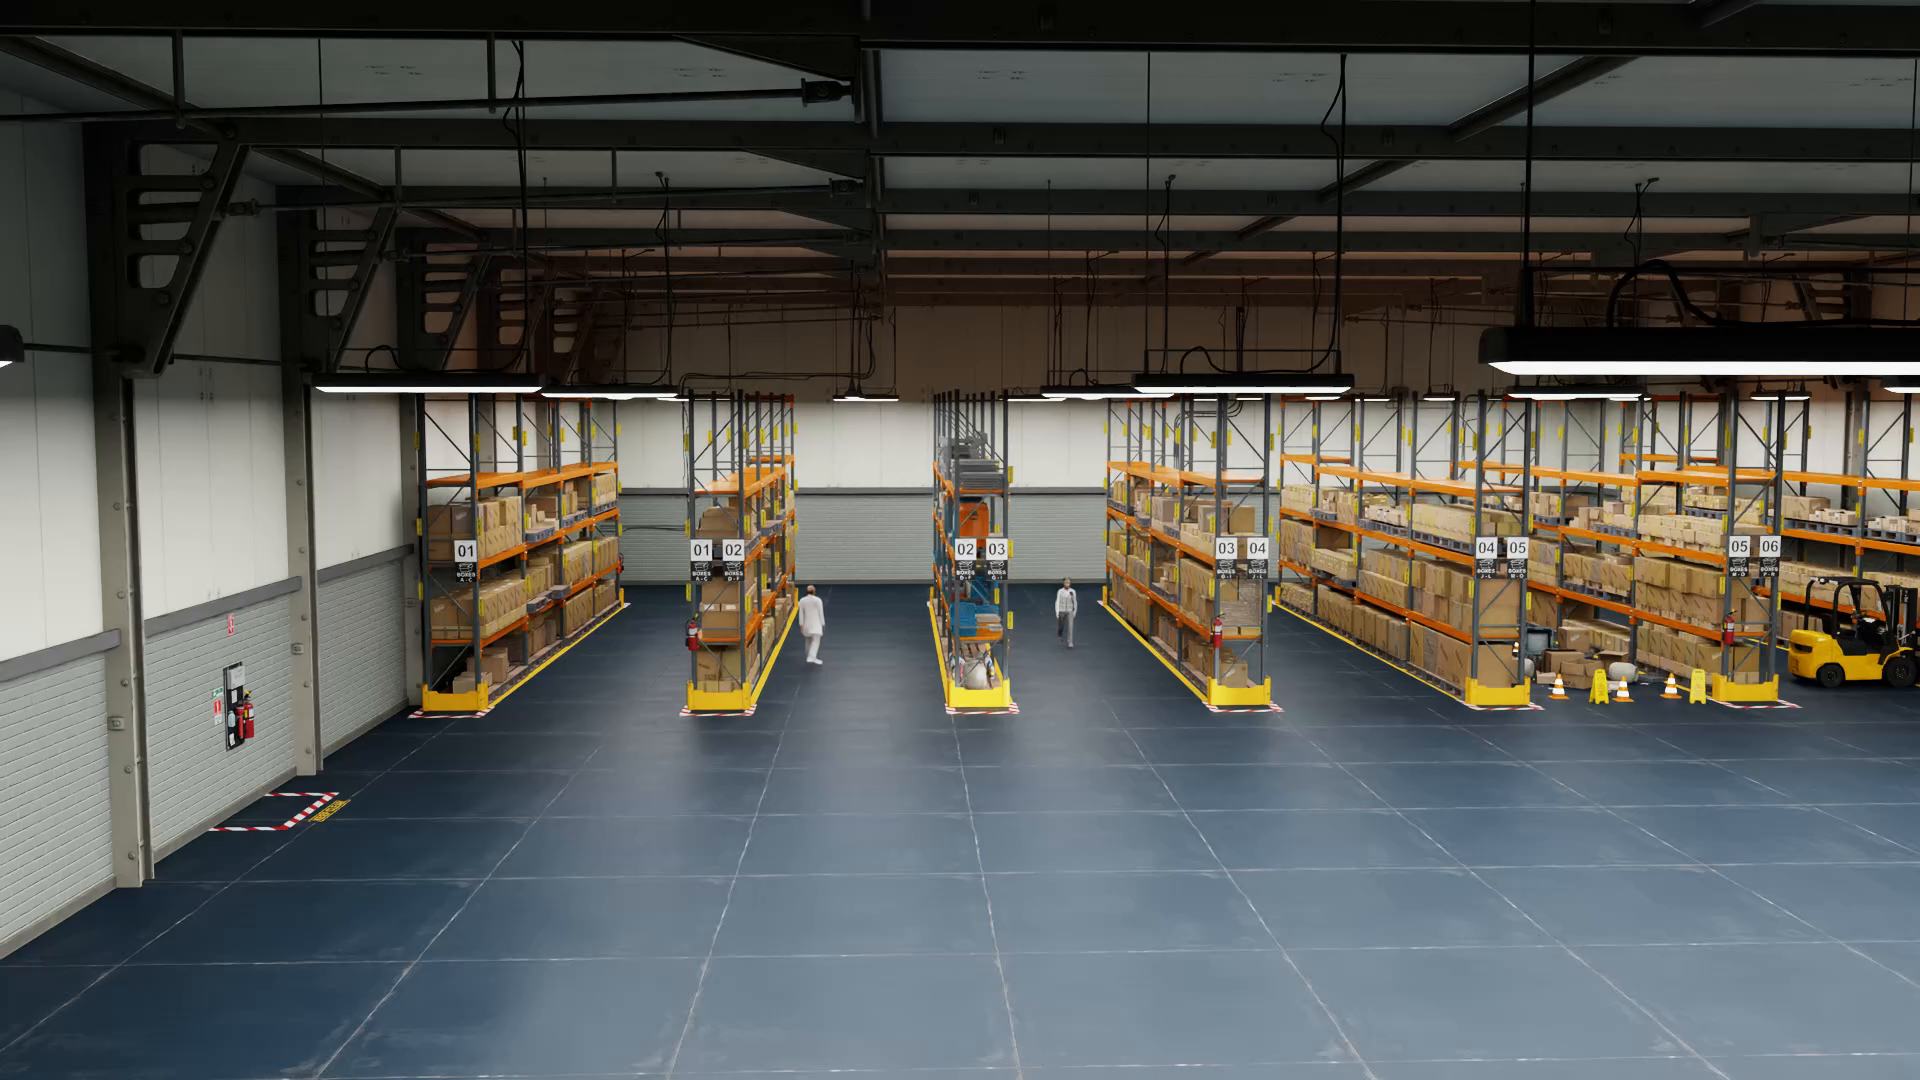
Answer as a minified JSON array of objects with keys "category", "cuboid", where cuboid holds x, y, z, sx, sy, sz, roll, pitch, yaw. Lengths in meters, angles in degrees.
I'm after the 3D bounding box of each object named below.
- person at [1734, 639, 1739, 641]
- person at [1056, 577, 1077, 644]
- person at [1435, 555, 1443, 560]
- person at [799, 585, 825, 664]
[{"category":"person","cuboid":[17.555,1.845,37.767,0.418,1.603,0.436,-2,5,-21]},{"category":"person","cuboid":[2.515,1.648,39.434,0.523,1.576,0.855,0,5,-3]},{"category":"person","cuboid":[13.068,1.152,45.263,0.415,1.767,0.608,4,6,39]},{"category":"person","cuboid":[-3.244,1.867,36.506,0.644,1.754,1.022,1,5,15]}]
